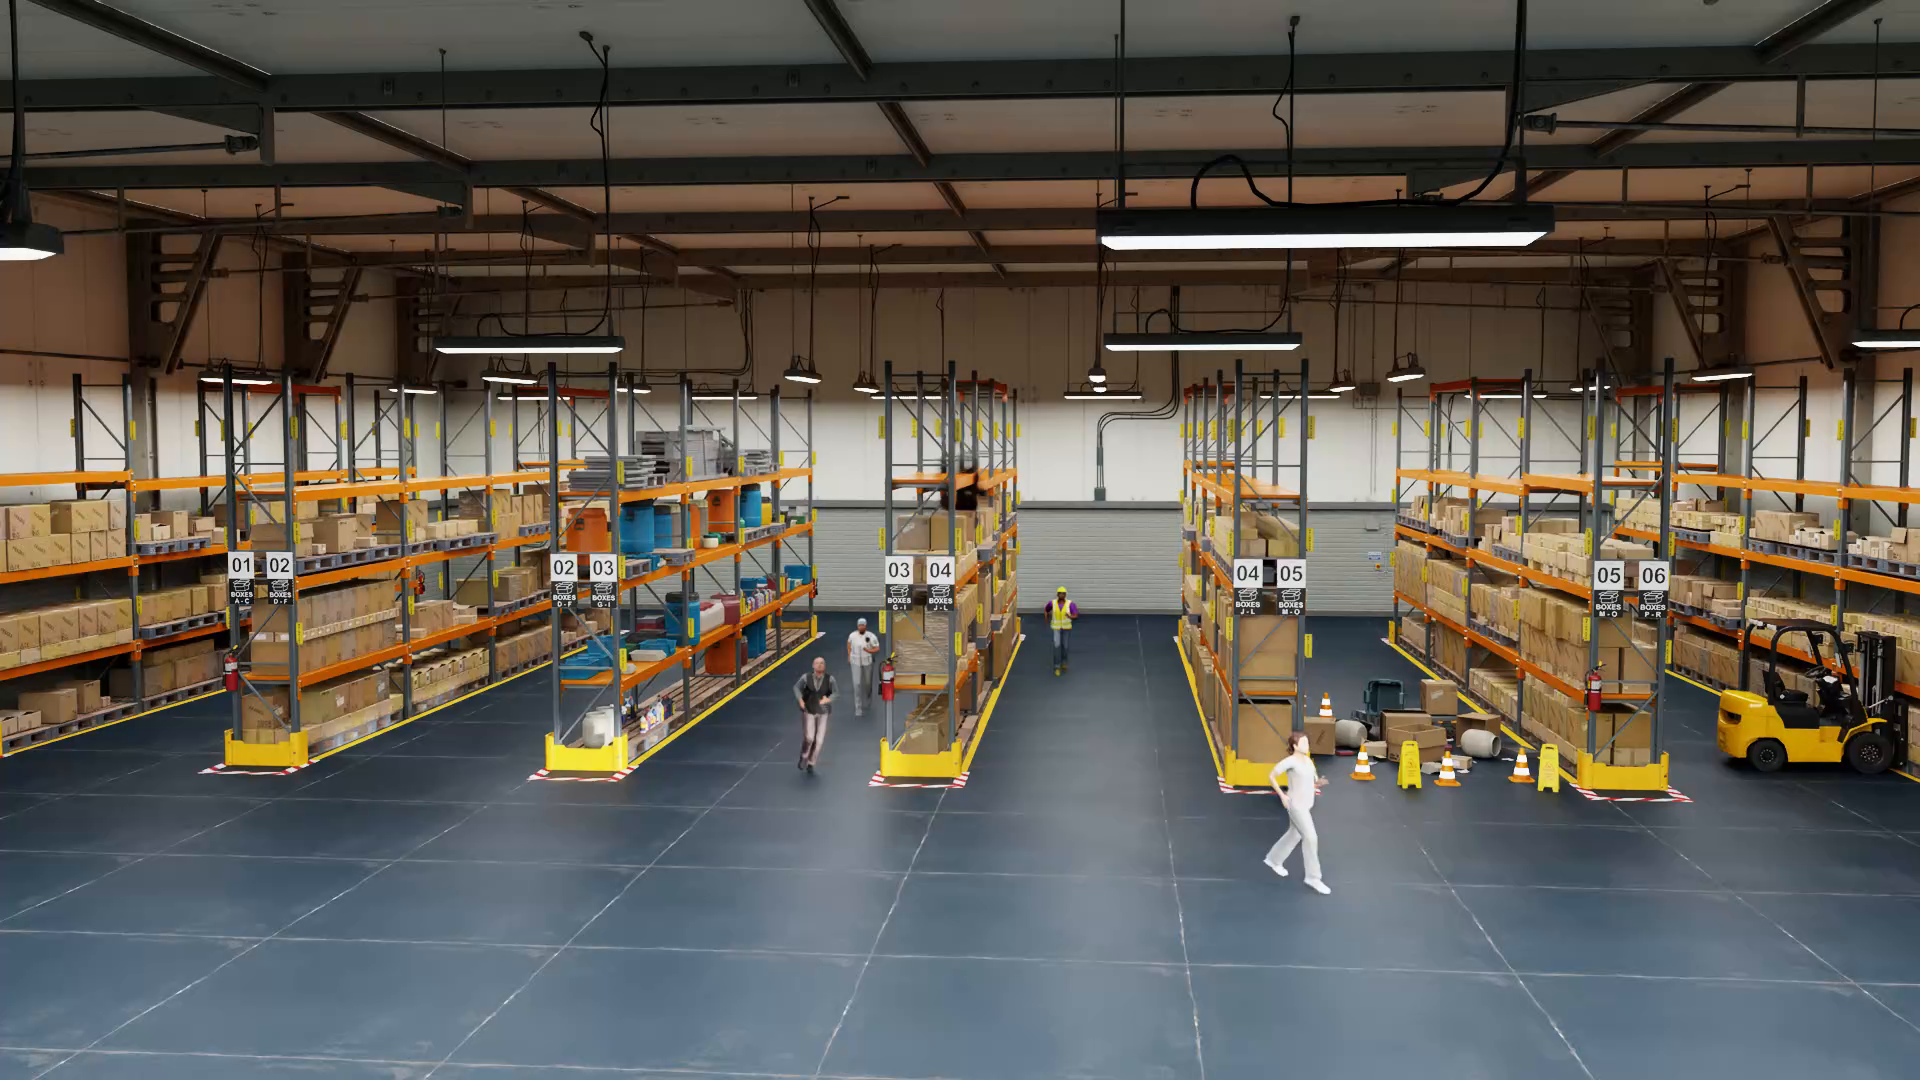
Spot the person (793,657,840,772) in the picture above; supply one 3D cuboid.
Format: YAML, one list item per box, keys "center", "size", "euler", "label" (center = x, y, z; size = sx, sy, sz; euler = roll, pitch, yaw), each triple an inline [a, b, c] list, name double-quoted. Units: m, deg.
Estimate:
- center: [-2.084, 2.569, 24.372]
  size: [0.667, 1.700, 0.563]
  euler: [-1, 4, -12]
  label: "person"

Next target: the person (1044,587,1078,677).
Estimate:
- center: [2.081, 1.857, 34.191]
  size: [0.683, 1.809, 0.874]
  euler: [0, 4, 0]
  label: "person"

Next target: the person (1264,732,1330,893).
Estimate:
- center: [3.709, 2.949, 18.249]
  size: [0.879, 1.701, 0.546]
  euler: [3, 5, 40]
  label: "person"

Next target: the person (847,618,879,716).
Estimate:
- center: [-1.719, 2.210, 29.472]
  size: [0.599, 1.668, 0.937]
  euler: [0, 4, 1]
  label: "person"
